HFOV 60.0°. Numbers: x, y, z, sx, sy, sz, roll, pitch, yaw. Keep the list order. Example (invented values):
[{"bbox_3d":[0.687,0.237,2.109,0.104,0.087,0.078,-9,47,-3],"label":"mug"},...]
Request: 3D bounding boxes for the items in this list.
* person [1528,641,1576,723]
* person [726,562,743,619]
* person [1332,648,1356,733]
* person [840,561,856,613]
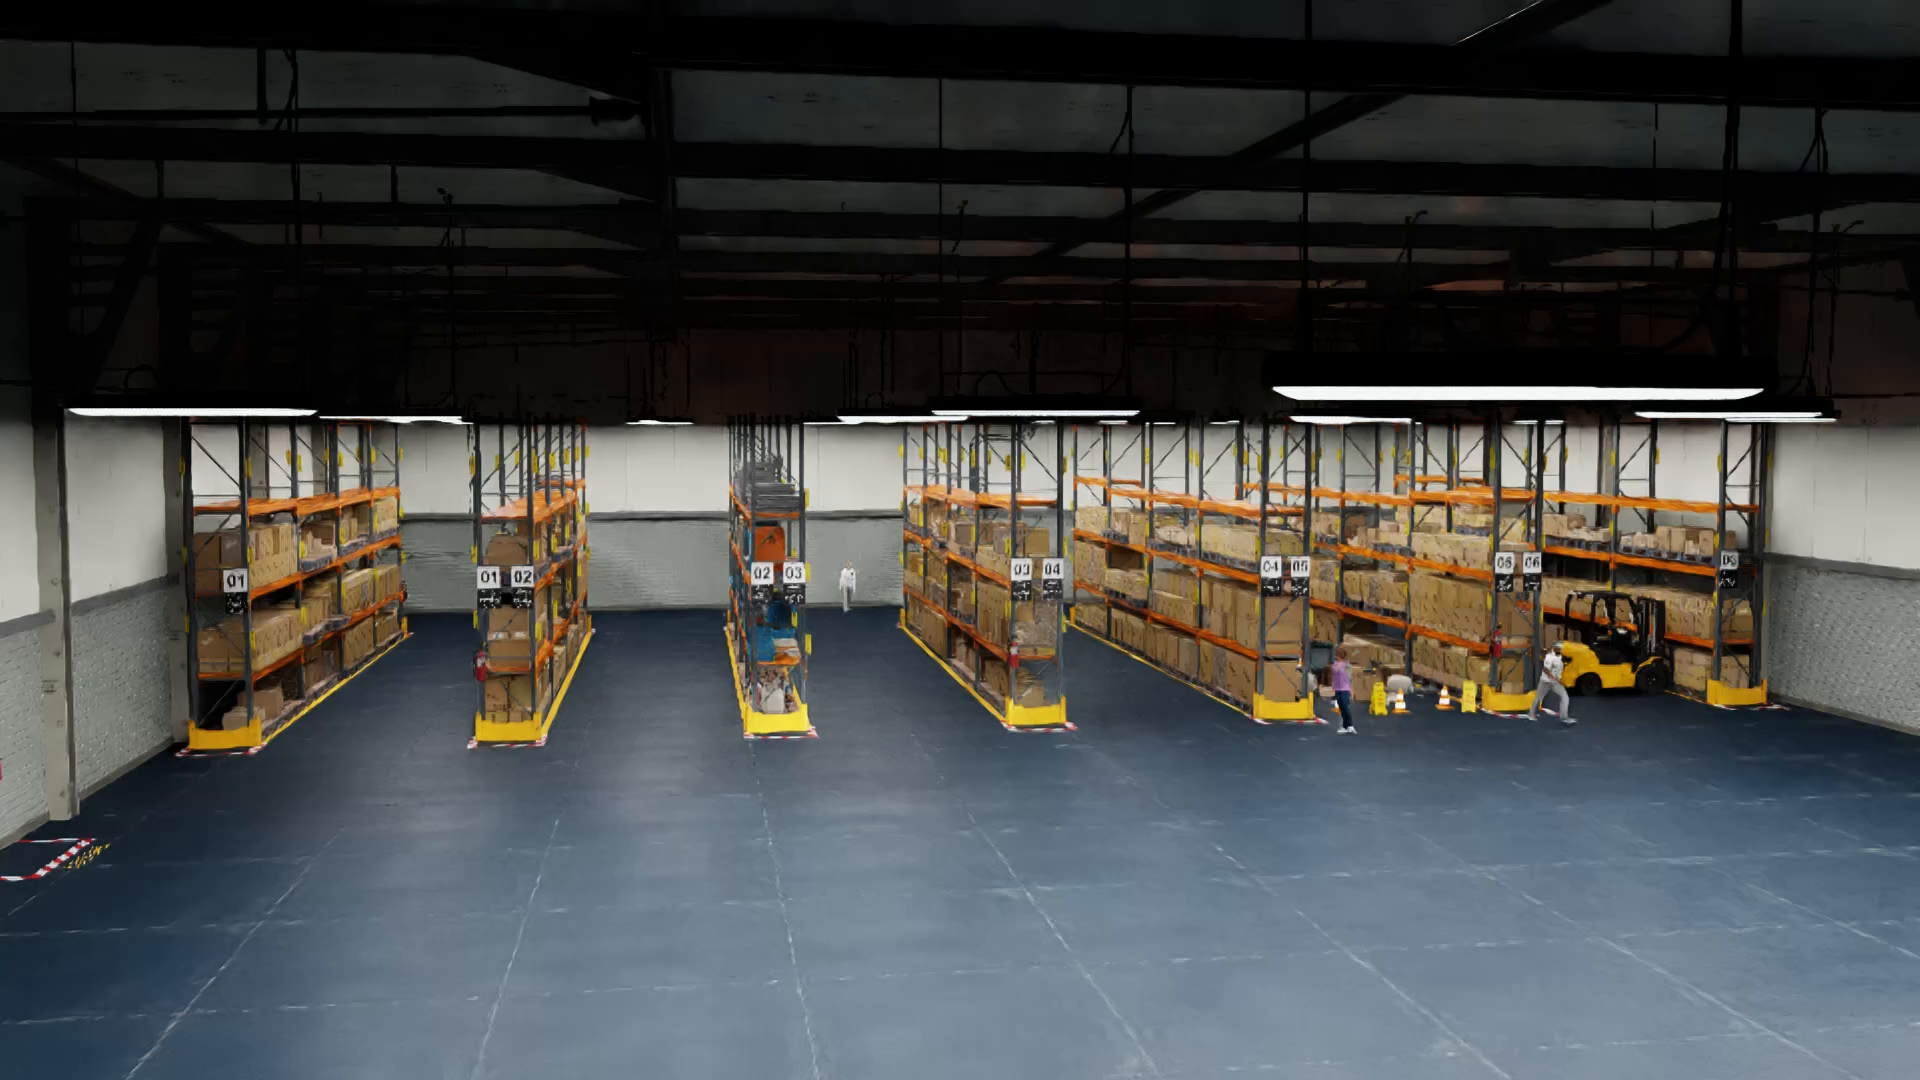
[{"bbox_3d":[11.455,2.720,32.214,0.621,1.606,0.828,-2,4,-26],"label":"person"},{"bbox_3d":[-6.581,1.491,49.466,0.619,1.668,0.973,1,4,13],"label":"person"},{"bbox_3d":[7.163,2.805,31.053,0.351,1.592,0.516,-3,5,-37],"label":"person"},{"bbox_3d":[-3.442,1.421,51.318,0.486,1.590,1.089,-1,4,-12],"label":"person"}]
